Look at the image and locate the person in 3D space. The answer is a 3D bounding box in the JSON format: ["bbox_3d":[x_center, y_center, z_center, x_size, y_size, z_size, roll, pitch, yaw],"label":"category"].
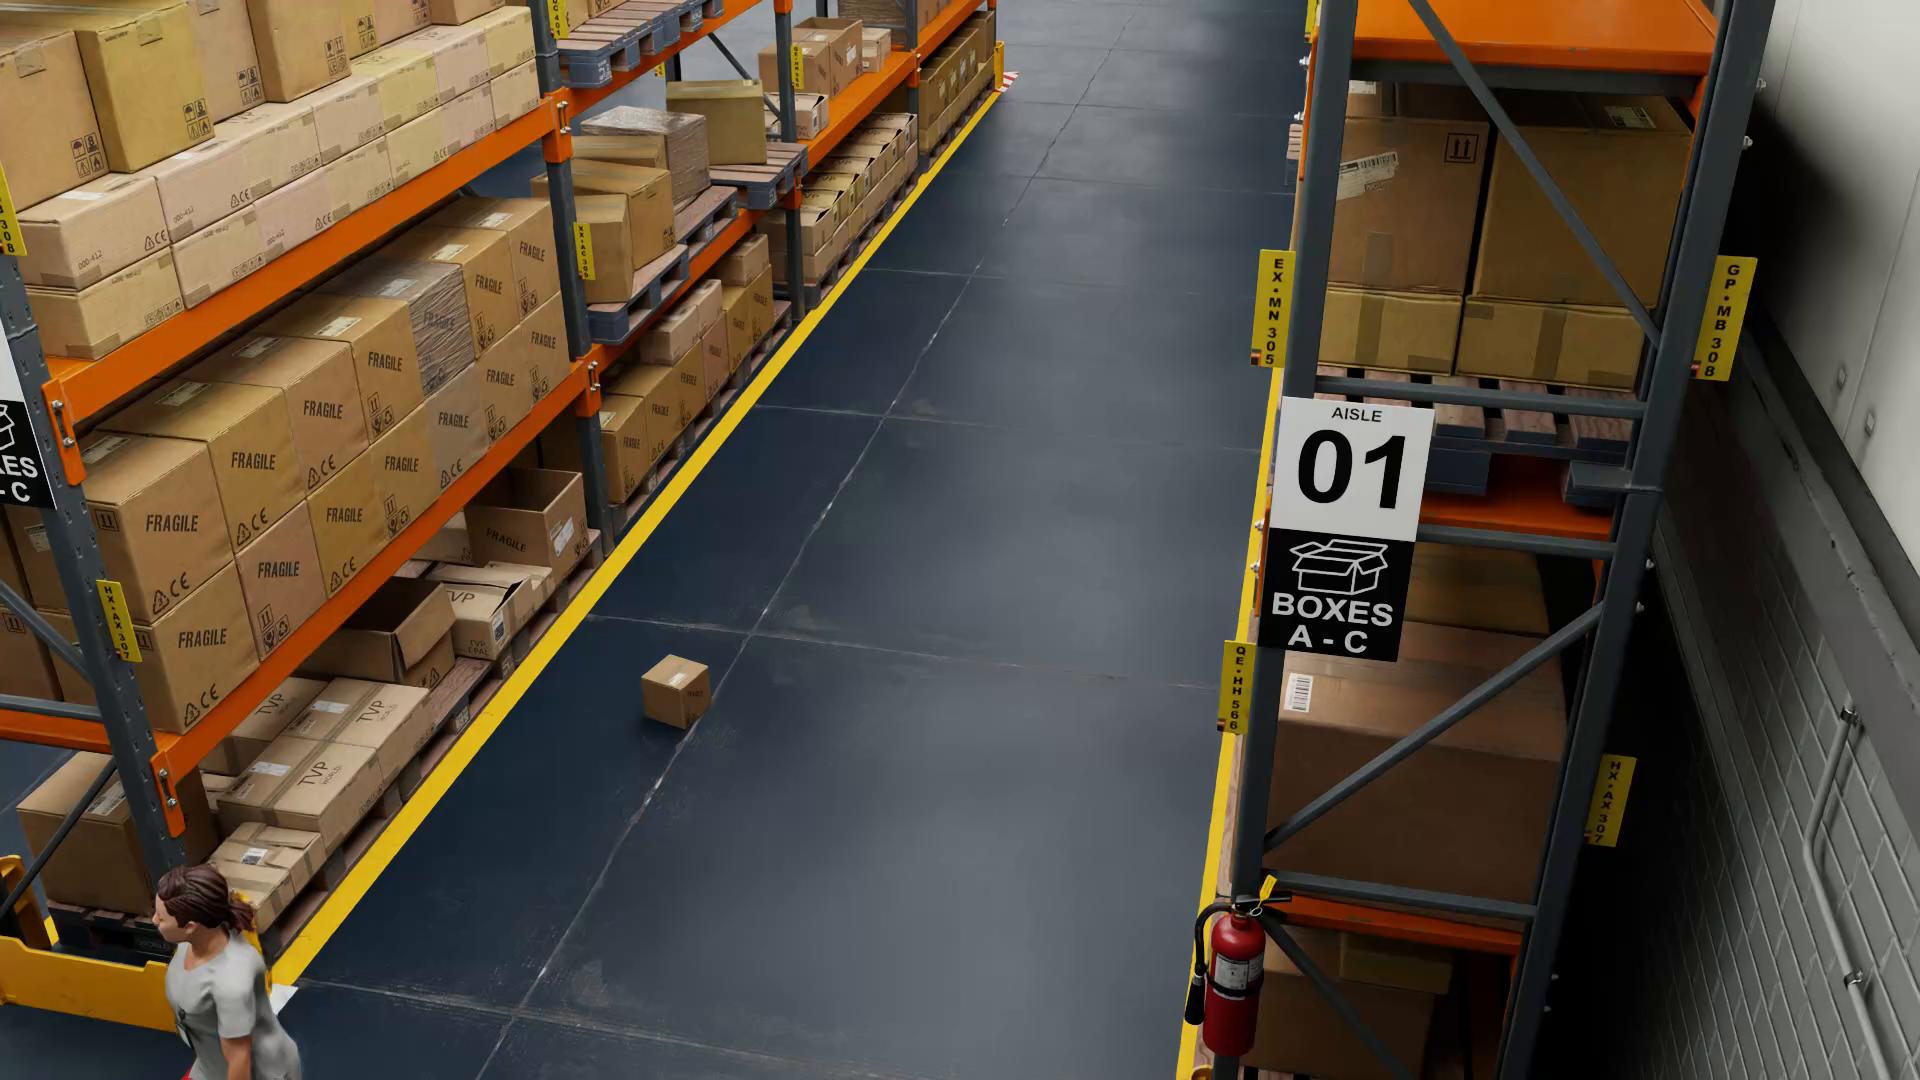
[{"bbox_3d":[-2.353,1.761,5.400,0.500,1.691,0.411,23,36,35],"label":"person"}]
